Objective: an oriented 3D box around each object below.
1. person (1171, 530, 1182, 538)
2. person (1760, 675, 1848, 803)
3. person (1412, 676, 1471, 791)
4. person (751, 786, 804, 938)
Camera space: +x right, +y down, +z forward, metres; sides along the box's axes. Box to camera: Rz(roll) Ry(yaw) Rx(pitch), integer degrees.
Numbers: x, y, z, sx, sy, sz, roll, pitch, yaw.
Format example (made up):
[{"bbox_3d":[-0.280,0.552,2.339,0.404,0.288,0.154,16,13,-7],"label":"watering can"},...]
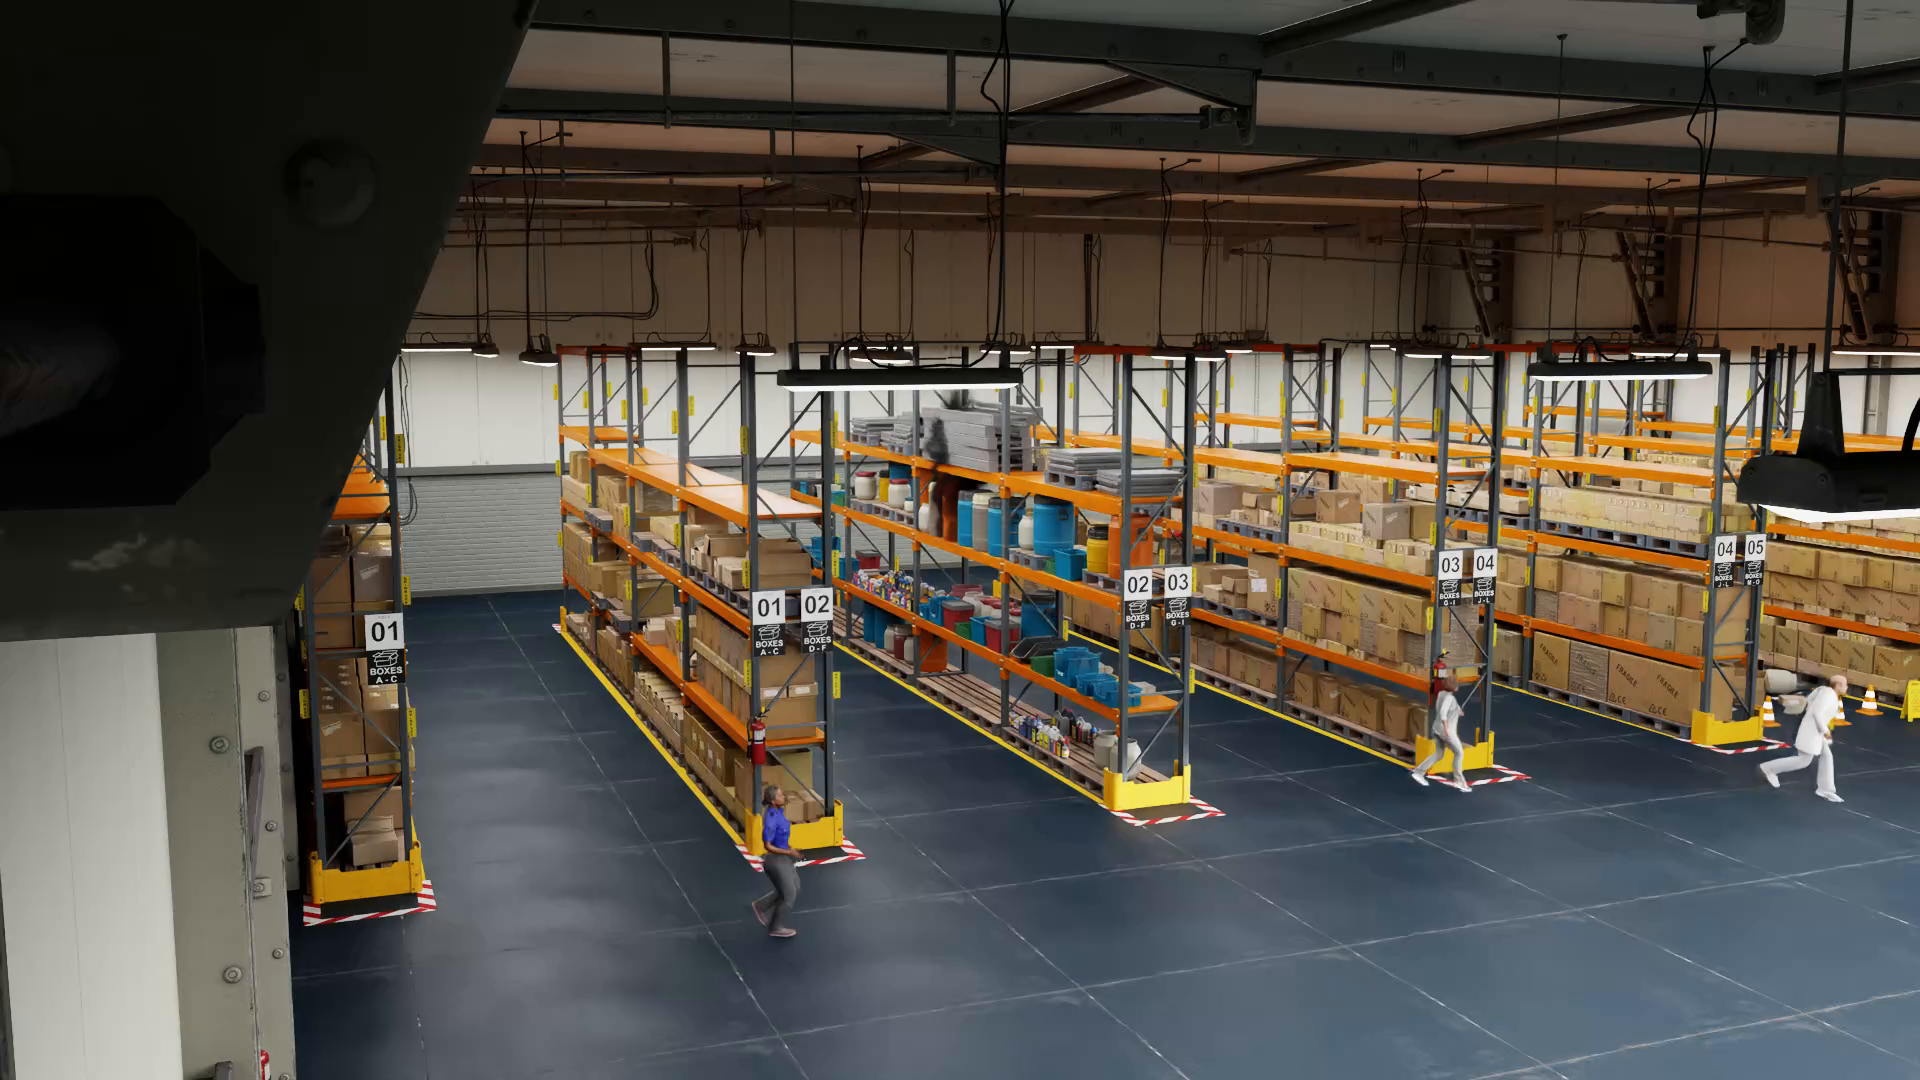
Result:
[{"bbox_3d":[5.380,0.268,41.236,0.766,1.666,0.719,-3,8,-23],"label":"person"},{"bbox_3d":[11.436,2.655,22.510,1.051,1.742,0.734,3,8,19],"label":"person"},{"bbox_3d":[6.627,2.660,22.790,0.830,1.612,0.572,-1,7,-9],"label":"person"},{"bbox_3d":[-1.903,3.344,17.316,0.580,1.605,0.572,0,7,-1],"label":"person"}]
